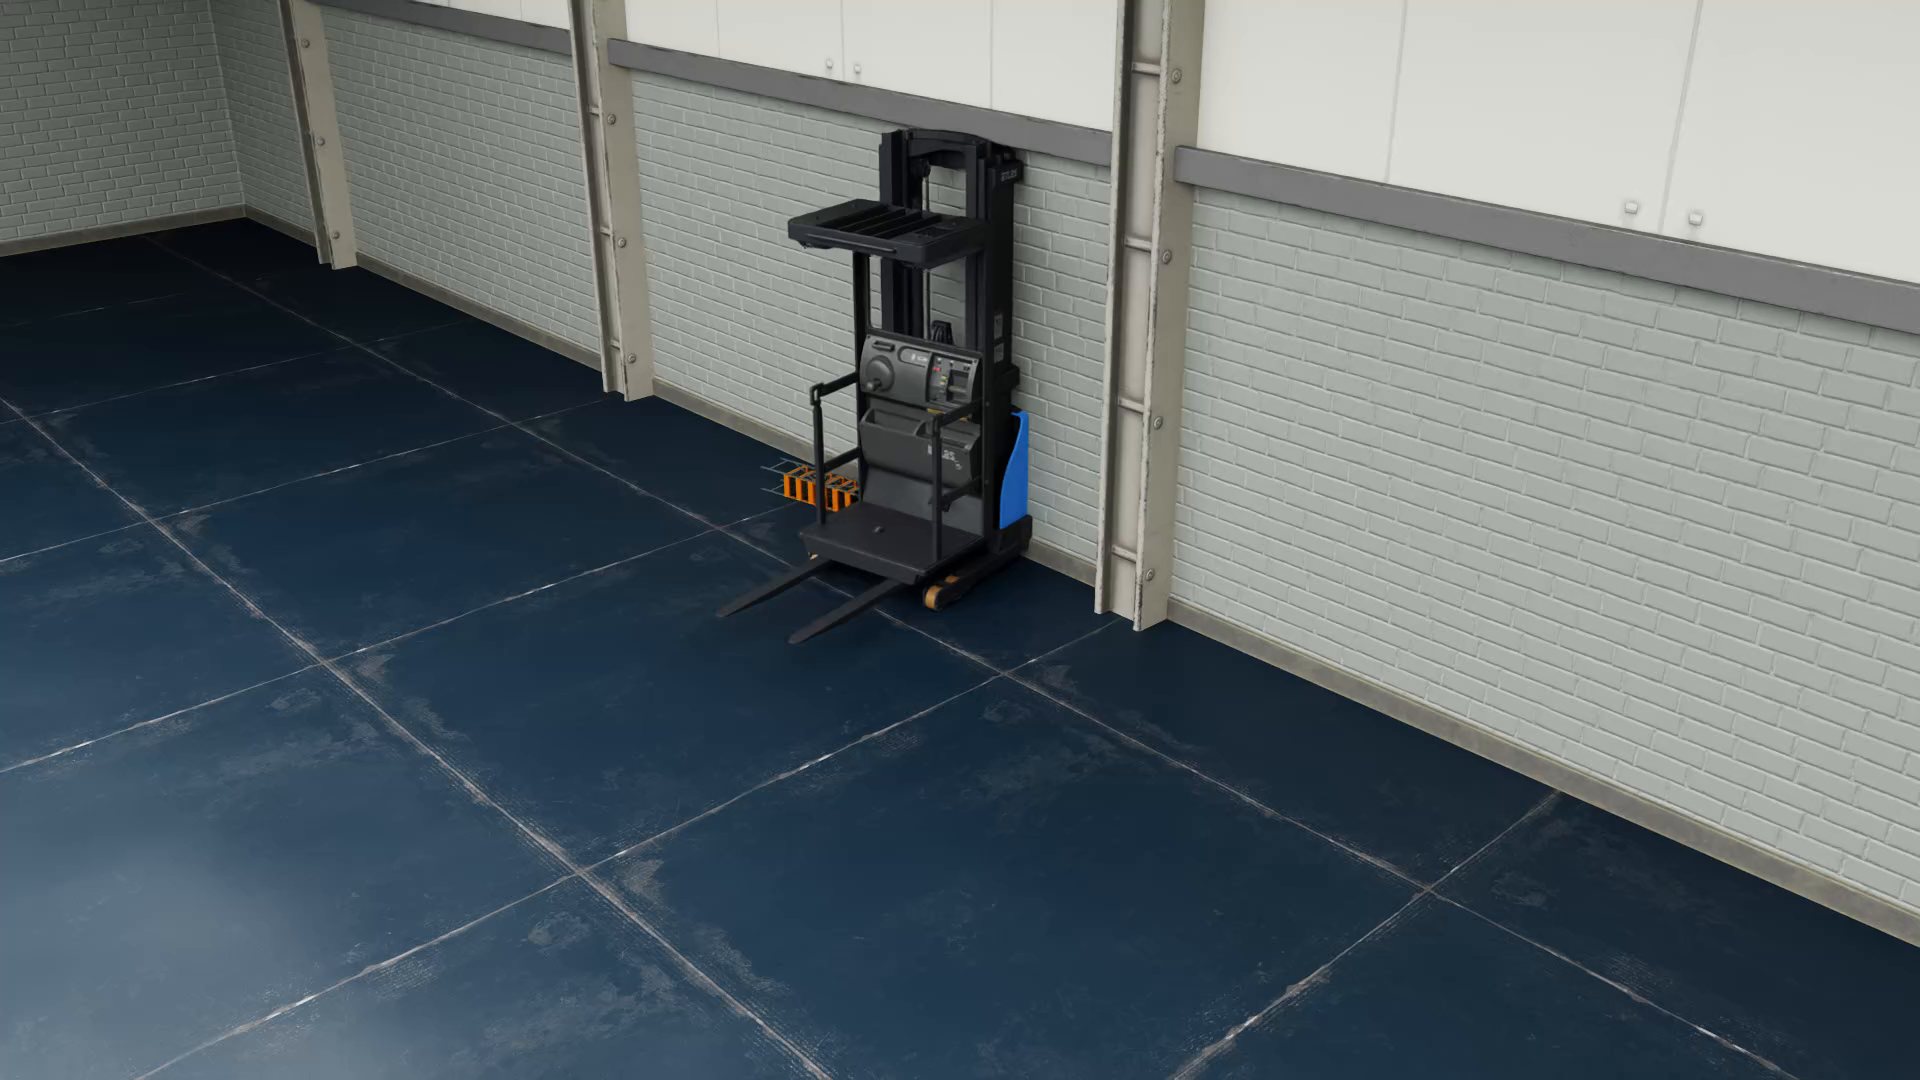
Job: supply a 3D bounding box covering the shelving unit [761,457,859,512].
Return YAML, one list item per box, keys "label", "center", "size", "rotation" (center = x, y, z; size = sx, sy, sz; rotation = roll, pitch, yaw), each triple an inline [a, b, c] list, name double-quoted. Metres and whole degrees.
- label: "shelving unit"
  center: [-0.984, -0.375, 12.635]
  size: [1.200, 0.189, 0.258]
  rotation: [17, 29, 32]

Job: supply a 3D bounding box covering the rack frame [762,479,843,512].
- label: "rack frame"
  center: [-0.984, -0.292, 12.673]
  size: [1.200, 0.006, 0.240]
  rotation: [17, 29, 32]

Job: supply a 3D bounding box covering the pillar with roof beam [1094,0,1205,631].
- label: "pillar with roof beam"
  center: [-2.009, -2.383, 6.429]
  size: [9.100, 9.000, 0.400]
  rotation: [-21, 32, -38]

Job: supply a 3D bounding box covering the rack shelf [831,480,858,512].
- label: "rack shelf"
  center: [-0.850, -0.335, 12.548]
  size: [0.103, 0.180, 0.258]
  rotation: [17, 29, 32]

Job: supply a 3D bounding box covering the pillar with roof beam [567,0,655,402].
- label: "pillar with roof beam"
  center: [-6.110, -4.201, 10.414]
  size: [9.100, 9.000, 0.400]
  rotation: [-21, 32, -38]

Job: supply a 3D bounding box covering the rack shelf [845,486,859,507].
- label: "rack shelf"
  center: [-0.752, -0.306, 12.485]
  size: [0.103, 0.180, 0.258]
  rotation: [17, 29, 32]

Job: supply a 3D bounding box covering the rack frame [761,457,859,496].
- label: "rack frame"
  center: [-0.984, -0.458, 12.597]
  size: [1.200, 0.006, 0.240]
  rotation: [17, 29, 32]

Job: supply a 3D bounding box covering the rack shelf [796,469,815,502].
- label: "rack shelf"
  center: [-1.143, -0.422, 12.739]
  size: [0.103, 0.180, 0.258]
  rotation: [17, 29, 32]

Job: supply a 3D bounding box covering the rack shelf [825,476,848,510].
- label: "rack shelf"
  center: [-0.948, -0.364, 12.612]
  size: [0.103, 0.180, 0.258]
  rotation: [17, 29, 32]

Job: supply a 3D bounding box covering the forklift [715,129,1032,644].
- label: "forklift"
  center: [-0.396, -1.092, 10.908]
  size: [1.130, 2.935, 3.031]
  rotation: [17, 29, 32]

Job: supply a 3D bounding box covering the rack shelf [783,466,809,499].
- label: "rack shelf"
  center: [-1.240, -0.451, 12.802]
  size: [0.103, 0.180, 0.258]
  rotation: [17, 29, 32]

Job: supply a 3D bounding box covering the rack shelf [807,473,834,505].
- label: "rack shelf"
  center: [-1.045, -0.393, 12.675]
  size: [0.103, 0.180, 0.258]
  rotation: [17, 29, 32]

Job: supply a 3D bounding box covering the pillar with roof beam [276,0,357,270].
- label: "pillar with roof beam"
  center: [-10.211, -6.019, 14.398]
  size: [9.100, 9.000, 0.400]
  rotation: [-21, 32, -38]
